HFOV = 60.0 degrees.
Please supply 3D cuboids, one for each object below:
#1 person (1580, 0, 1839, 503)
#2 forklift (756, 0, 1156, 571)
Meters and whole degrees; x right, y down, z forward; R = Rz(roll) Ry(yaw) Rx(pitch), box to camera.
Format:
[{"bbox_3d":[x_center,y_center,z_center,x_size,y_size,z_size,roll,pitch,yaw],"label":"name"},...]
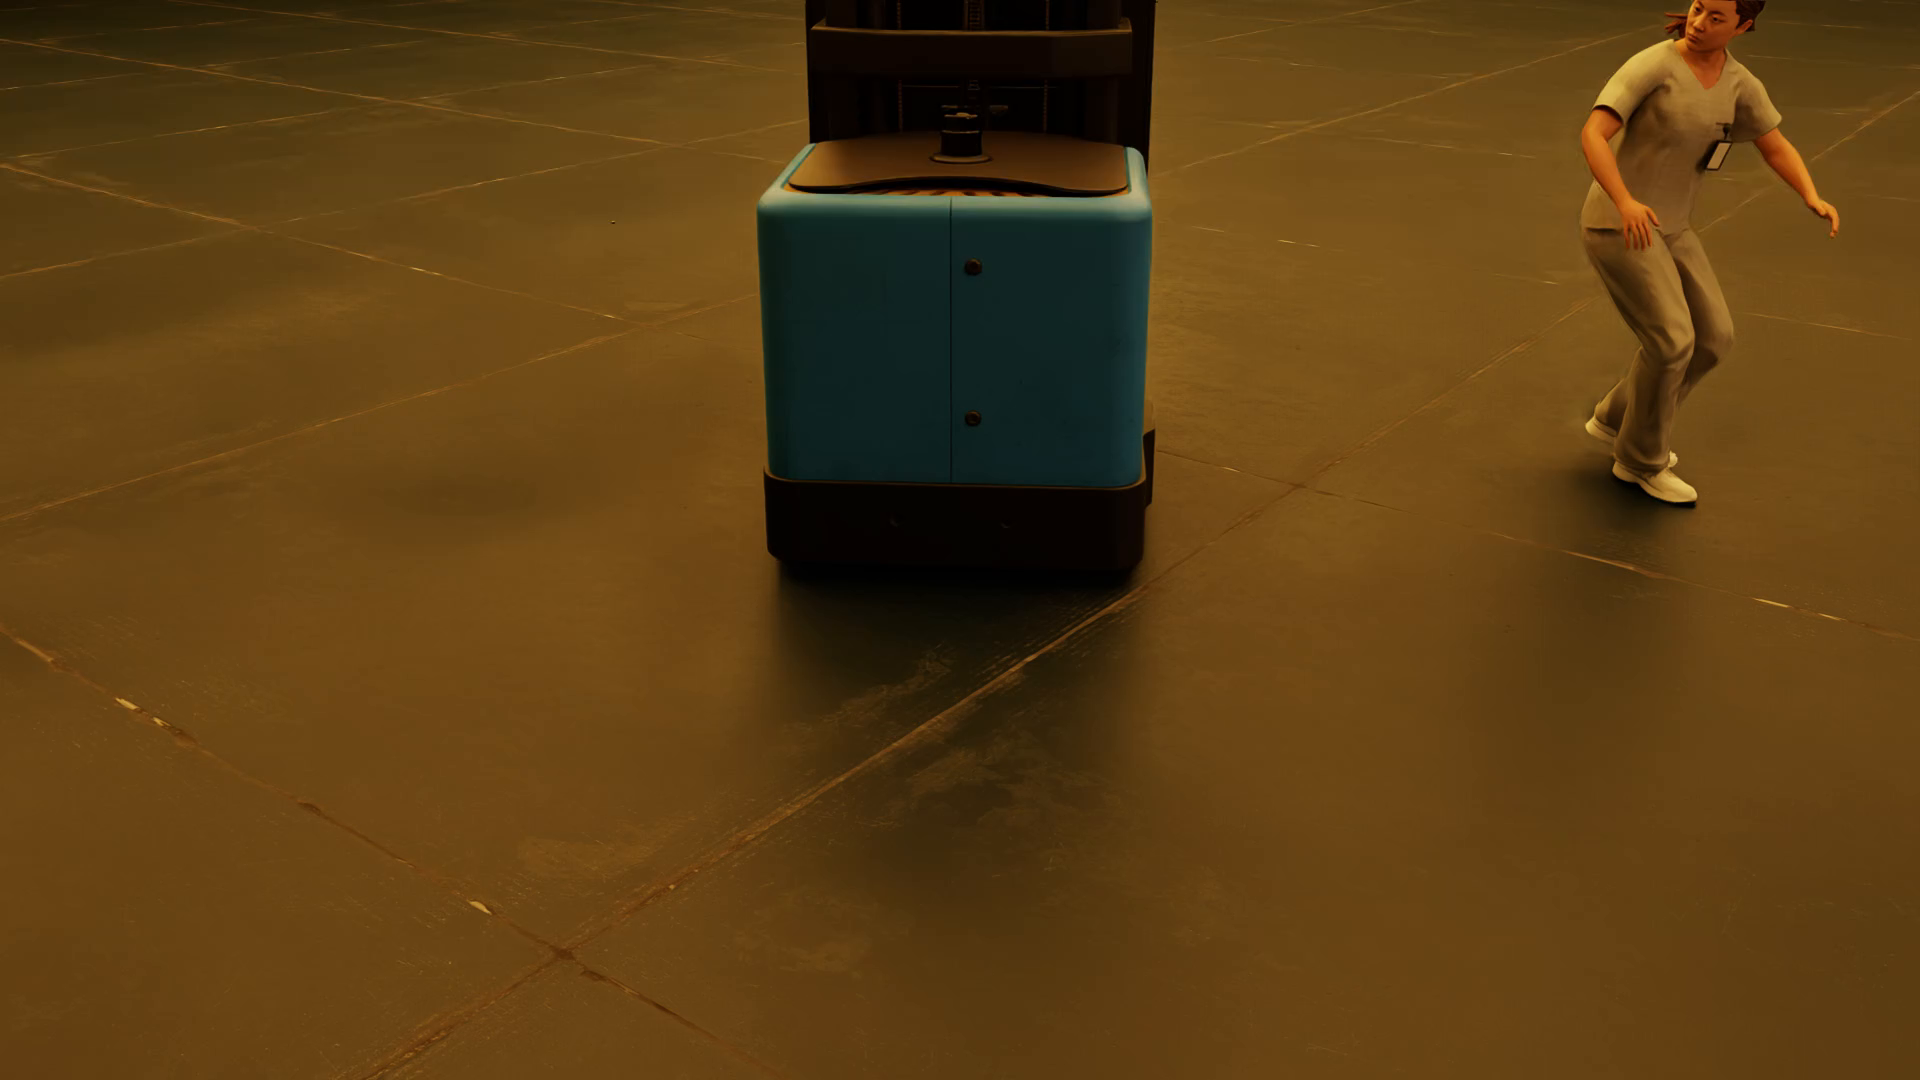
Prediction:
[{"bbox_3d":[2.193,-0.889,4.990,0.699,1.566,0.659,-13,26,-27],"label":"person"},{"bbox_3d":[0.079,-1.806,5.384,1.130,2.935,3.031,2,23,4],"label":"forklift"}]
